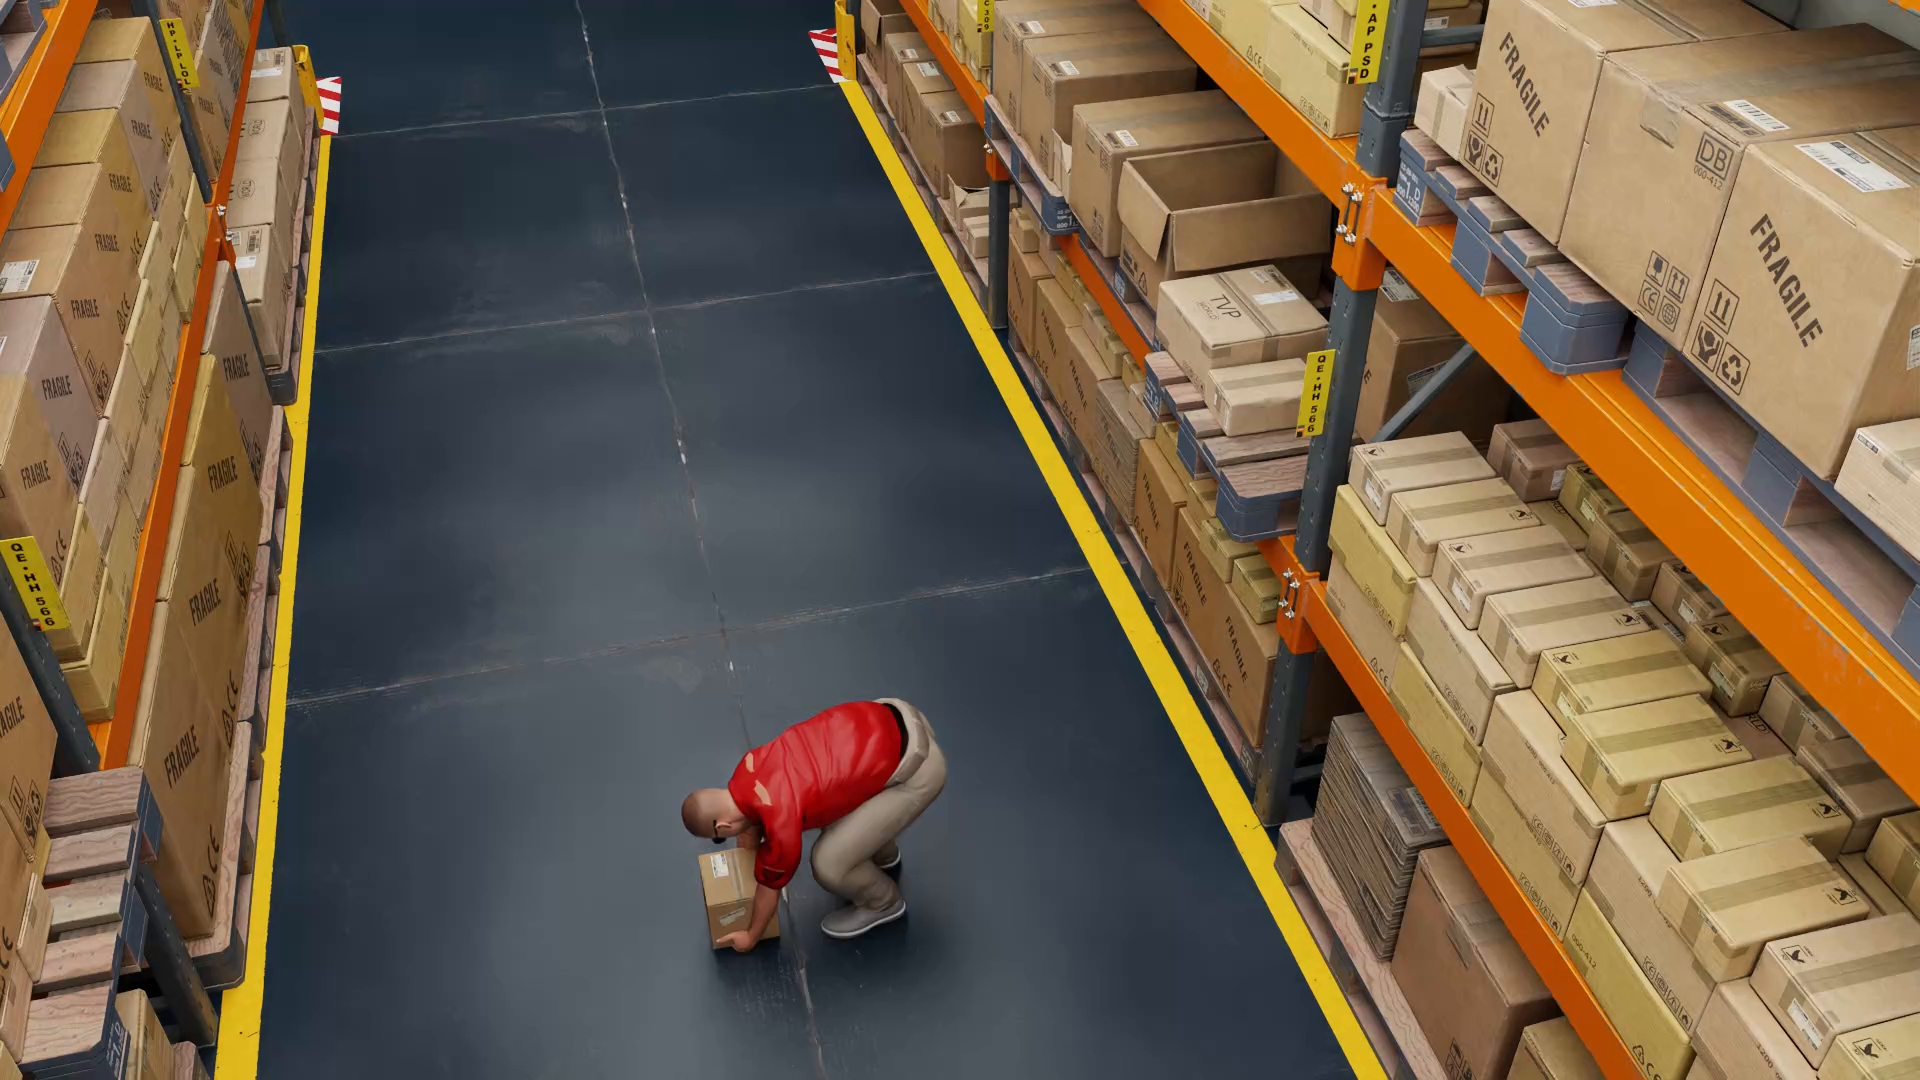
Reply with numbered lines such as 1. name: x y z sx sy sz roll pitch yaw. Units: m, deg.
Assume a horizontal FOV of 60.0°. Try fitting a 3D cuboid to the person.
1. person: -0.523 1.038 6.077 0.956 0.894 0.527 -11 39 -14
